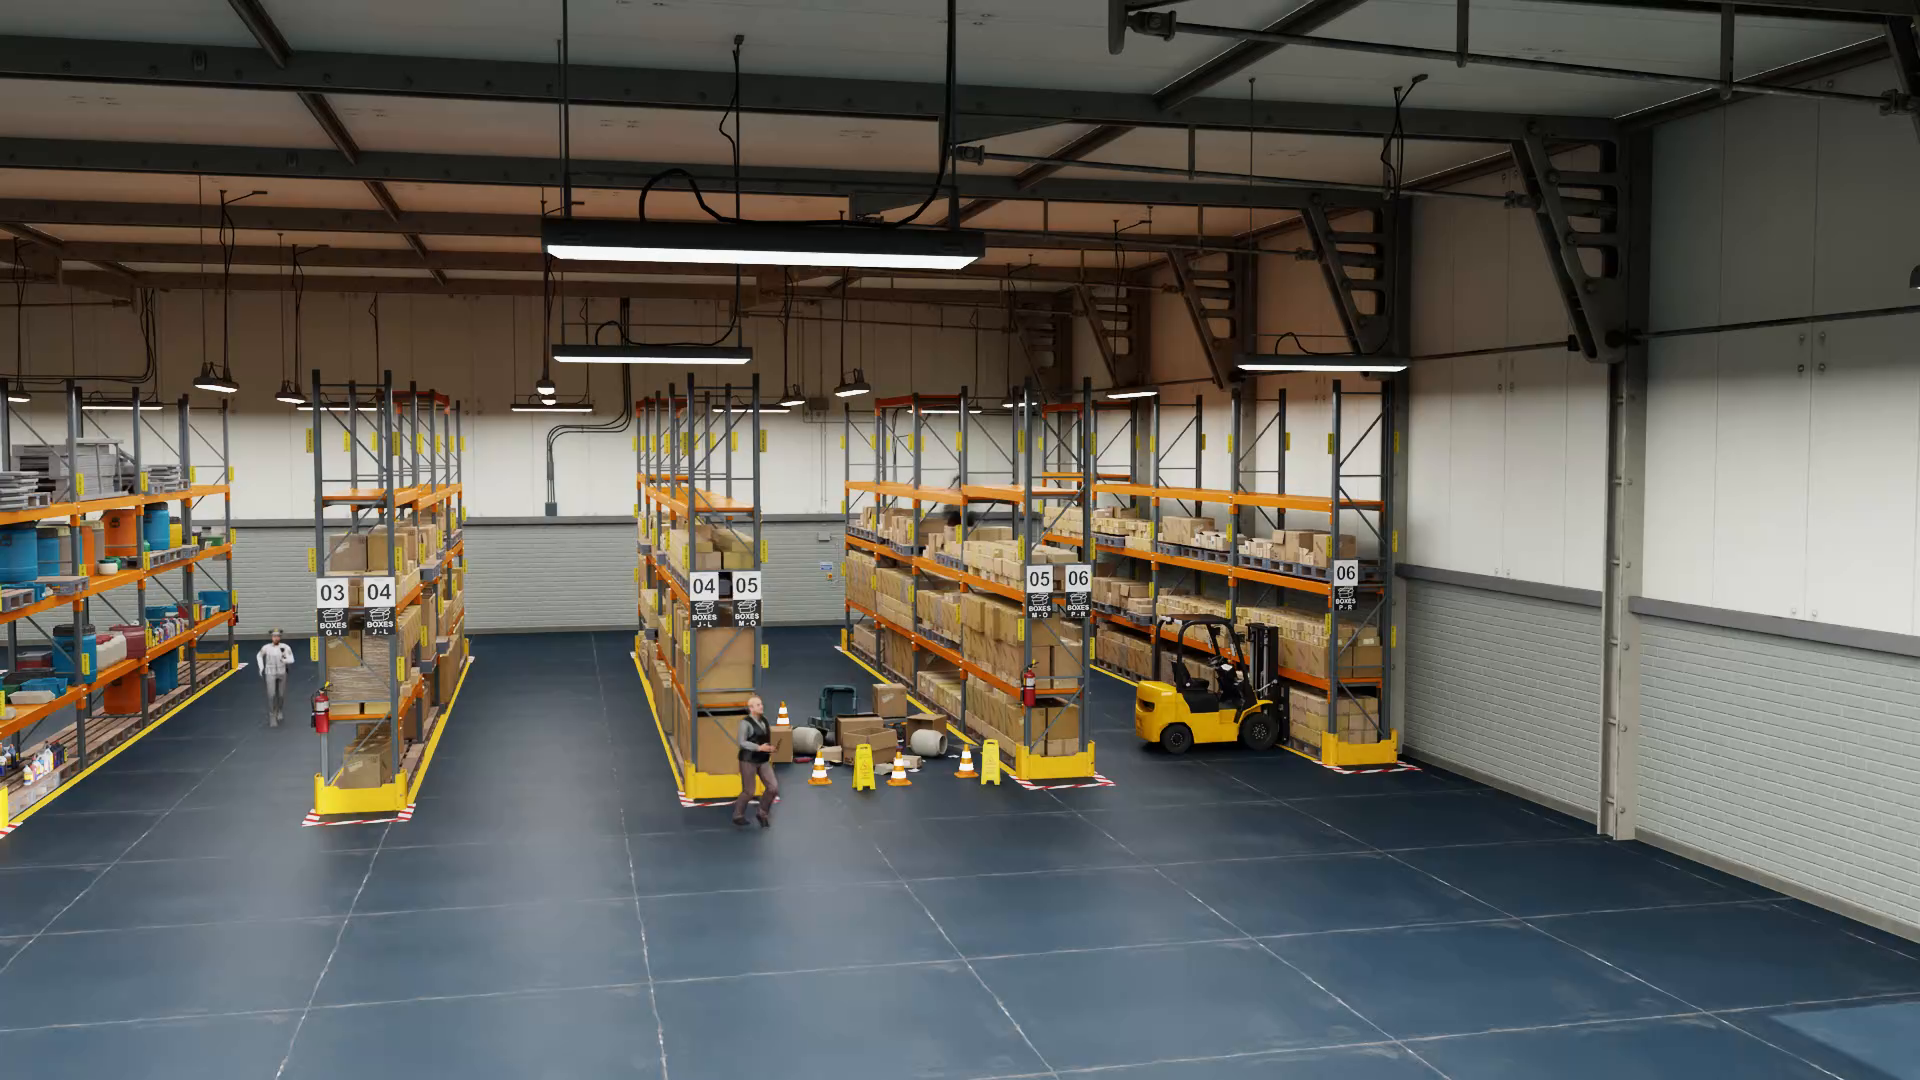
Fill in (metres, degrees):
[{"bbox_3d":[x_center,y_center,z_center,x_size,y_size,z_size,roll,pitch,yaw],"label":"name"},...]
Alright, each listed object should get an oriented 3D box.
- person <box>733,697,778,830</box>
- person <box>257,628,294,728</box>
[{"bbox_3d":[-2.632,2.924,21.547,0.730,1.783,0.668,2,4,36],"label":"person"},{"bbox_3d":[-12.191,2.435,29.655,0.587,1.741,0.791,-2,4,-28],"label":"person"}]
